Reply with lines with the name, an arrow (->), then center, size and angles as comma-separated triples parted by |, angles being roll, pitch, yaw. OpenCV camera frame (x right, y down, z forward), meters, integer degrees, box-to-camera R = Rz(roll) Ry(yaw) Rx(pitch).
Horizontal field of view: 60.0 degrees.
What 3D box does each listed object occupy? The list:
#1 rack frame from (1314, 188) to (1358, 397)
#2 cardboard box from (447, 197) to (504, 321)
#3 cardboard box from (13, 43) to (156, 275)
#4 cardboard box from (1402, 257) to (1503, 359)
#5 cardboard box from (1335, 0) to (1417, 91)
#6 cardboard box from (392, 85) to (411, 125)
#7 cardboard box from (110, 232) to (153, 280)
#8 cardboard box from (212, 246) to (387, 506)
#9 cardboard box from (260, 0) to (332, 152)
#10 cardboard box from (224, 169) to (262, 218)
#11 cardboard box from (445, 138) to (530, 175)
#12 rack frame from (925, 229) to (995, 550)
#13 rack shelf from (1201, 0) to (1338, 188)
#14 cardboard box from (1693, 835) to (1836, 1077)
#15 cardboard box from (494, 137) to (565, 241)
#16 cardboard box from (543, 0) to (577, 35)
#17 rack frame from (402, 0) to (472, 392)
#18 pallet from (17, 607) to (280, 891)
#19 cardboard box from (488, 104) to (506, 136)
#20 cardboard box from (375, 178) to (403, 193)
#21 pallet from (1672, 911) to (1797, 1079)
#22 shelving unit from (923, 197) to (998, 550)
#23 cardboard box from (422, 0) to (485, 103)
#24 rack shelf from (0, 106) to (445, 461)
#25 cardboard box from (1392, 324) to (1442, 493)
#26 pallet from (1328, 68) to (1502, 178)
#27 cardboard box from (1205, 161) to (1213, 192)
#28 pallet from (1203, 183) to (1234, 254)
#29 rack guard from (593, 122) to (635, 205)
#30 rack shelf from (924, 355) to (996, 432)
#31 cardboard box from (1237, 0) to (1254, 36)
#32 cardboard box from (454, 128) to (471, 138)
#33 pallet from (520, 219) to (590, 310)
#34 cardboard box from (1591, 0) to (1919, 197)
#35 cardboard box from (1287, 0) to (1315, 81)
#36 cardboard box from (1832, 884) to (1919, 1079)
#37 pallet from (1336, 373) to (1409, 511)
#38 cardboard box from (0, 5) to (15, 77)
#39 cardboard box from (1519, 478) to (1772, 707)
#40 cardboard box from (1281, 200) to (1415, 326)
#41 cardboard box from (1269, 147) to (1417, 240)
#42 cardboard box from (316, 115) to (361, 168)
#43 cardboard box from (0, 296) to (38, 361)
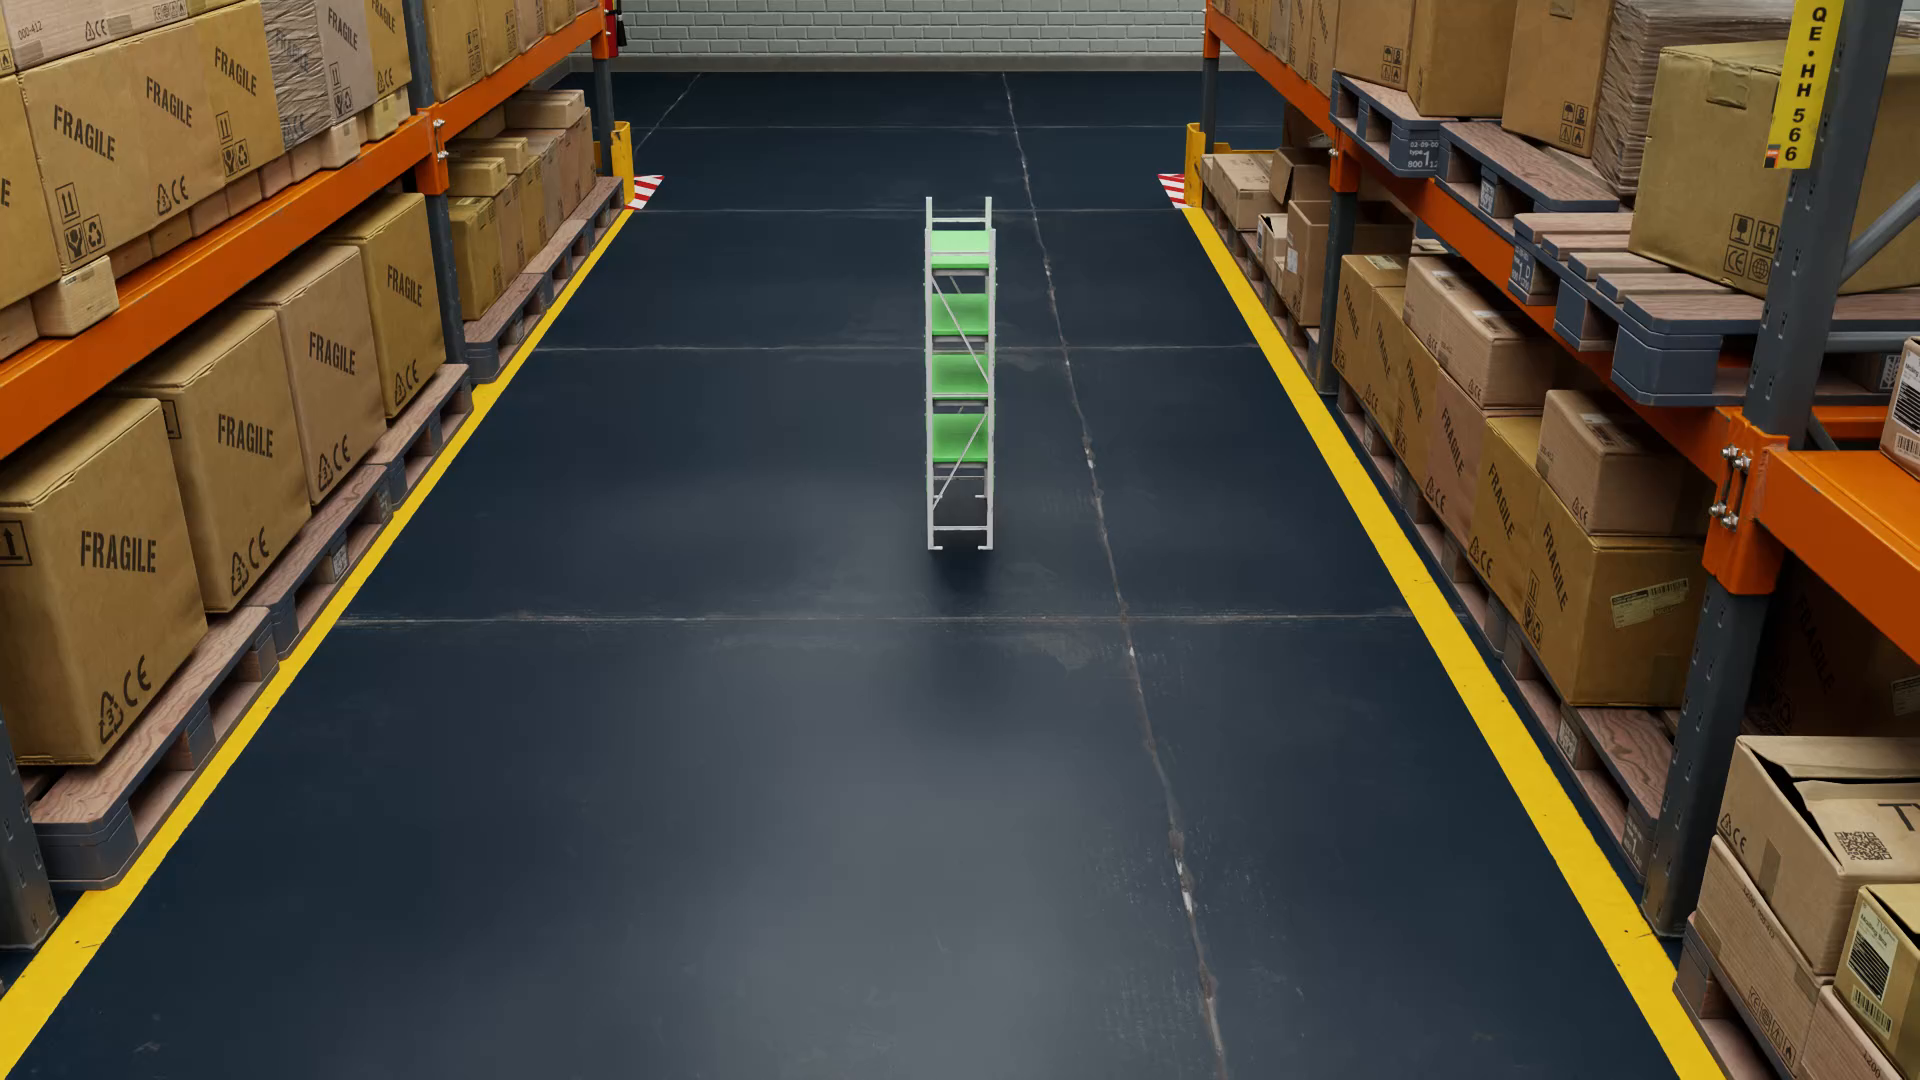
rack frame -> 2.167, -2.060, 7.165 | 1.000, 3.000, 0.127 | 0, 24, -1
cardboard box -> -2.692, -1.397, 8.224 | 0.700, 0.500, 0.500 | 0, 24, 0
cardboard box -> -2.488, -0.996, 4.305 | 0.500, 0.500, 0.500 | 1, 24, 1
cardboard box -> 1.940, -0.851, 6.081 | 0.500, 0.250, 0.500 | 0, 24, 0
cardboard box -> 1.949, -2.101, 6.624 | 0.700, 0.500, 0.500 | -9, 26, -18
cardboard box -> -2.499, -1.793, 6.855 | 0.380, 0.149, 0.250 | 0, 24, 0
cardboard box -> -2.564, -0.843, 4.755 | 0.380, 0.149, 0.250 | 0, 24, 1
cardboard box -> -2.636, -0.615, 6.068 | 0.750, 0.750, 0.750 | 0, 24, 1
cardboard box -> -2.516, -1.620, 5.686 | 0.500, 0.500, 0.500 | 0, 24, 0
cardboard box -> -2.538, -1.160, 5.455 | 0.380, 0.149, 0.250 | 0, 24, 1
cardboard box -> -2.519, -2.050, 8.879 | 0.380, 0.149, 0.250 | -1, 24, -2
rack frame -> 0.001, -0.514, 5.931 | 0.240, 1.200, 0.015 | 0, 24, -1
rack shelf -> 2.146, -2.557, 9.136 | 1.077, 0.370, 4.000 | 0, 24, -1
cardboard box -> 1.923, 0.867, 3.521 | 0.500, 0.250, 0.500 | 0, 24, -1
cardboard box -> -2.710, -2.036, 9.635 | 0.700, 0.500, 0.500 | -1, 24, -2
cardboard box -> -2.795, -3.312, 9.568 | 0.980, 0.700, 0.700 | 0, 24, -1
rack frame -> -2.786, -2.036, 7.113 | 1.000, 3.000, 0.127 | 0, 24, -1
pallet -> -2.676, 0.557, 4.762 | 1.003, 0.211, 1.213 | 0, 24, -1
cardboard box -> -2.915, -2.483, 9.838 | 0.380, 0.149, 0.250 | 0, 24, 0
cardboard box -> -2.889, -1.632, 7.956 | 0.380, 0.149, 0.250 | 0, 24, -1
pallet -> 2.181, 1.198, 3.345 | 1.003, 0.211, 1.213 | 0, 24, -1
shelving unit -> -0.002, -0.615, 6.154 | 0.258, 1.200, 0.503 | 0, 24, -1
cardboard box -> -2.776, -2.397, 7.545 | 0.980, 0.700, 0.700 | 0, 24, 0
rack shelf -> -2.764, -0.885, 5.439 | 1.077, 0.370, 4.000 | 0, 24, -1
cardboard box -> 1.944, -0.496, 6.205 | 0.500, 0.500, 0.500 | 0, 24, 0
pallet -> 2.067, -1.643, 6.476 | 1.003, 0.211, 1.213 | 0, 24, -1
cardboard box -> 1.787, -2.341, 10.690 | 0.380, 0.166, 0.250 | 0, 24, -1
pallet -> 2.134, -2.078, 10.589 | 1.003, 0.211, 1.213 | 0, 24, -1
rack guard -> -2.830, -2.556, 11.294 | 1.175, 0.500, 0.348 | 0, 24, -1
rack shelf -> -0.002, -0.557, 6.180 | 0.258, 0.148, 0.480 | 0, 24, -1
cardboard box -> 1.878, -3.151, 9.455 | 0.500, 0.500, 0.500 | 0, 24, -1
cardboard box -> -2.905, -2.169, 9.141 | 0.380, 0.149, 0.250 | -1, 24, -2
pallet -> -2.732, -1.584, 9.495 | 1.003, 0.211, 1.213 | 0, 24, -1
cardboard box -> 2.272, -1.286, 4.822 | 0.700, 0.500, 0.500 | 4, 25, 9
cardboard box -> 1.898, -2.523, 8.067 | 0.500, 0.500, 0.500 | 0, 24, 1
cardboard box -> 1.937, 0.827, 2.927 | 0.500, 0.311, 0.500 | -1, 24, -2
pallet -> 2.214, -0.455, 6.999 | 1.003, 0.211, 1.213 | 0, 24, -1
cardboard box -> -2.490, -1.120, 3.670 | 0.500, 0.250, 0.500 | 0, 24, 1
cardboard box -> 1.966, 0.142, 4.795 | 0.500, 0.500, 0.500 | 1, 24, 2
cardboard box -> 1.878, -1.355, 8.106 | 0.500, 0.500, 0.500 | 0, 24, -1
cardboard box -> 2.142, -1.897, 9.301 | 0.797, 0.503, 0.637 | 0, 24, -1
cardboard box -> -2.453, -1.474, 6.149 | 0.380, 0.149, 0.250 | 0, 24, -1
cardboard box -> -2.508, -0.523, 4.048 | 0.380, 0.149, 0.250 | 0, 24, 0
